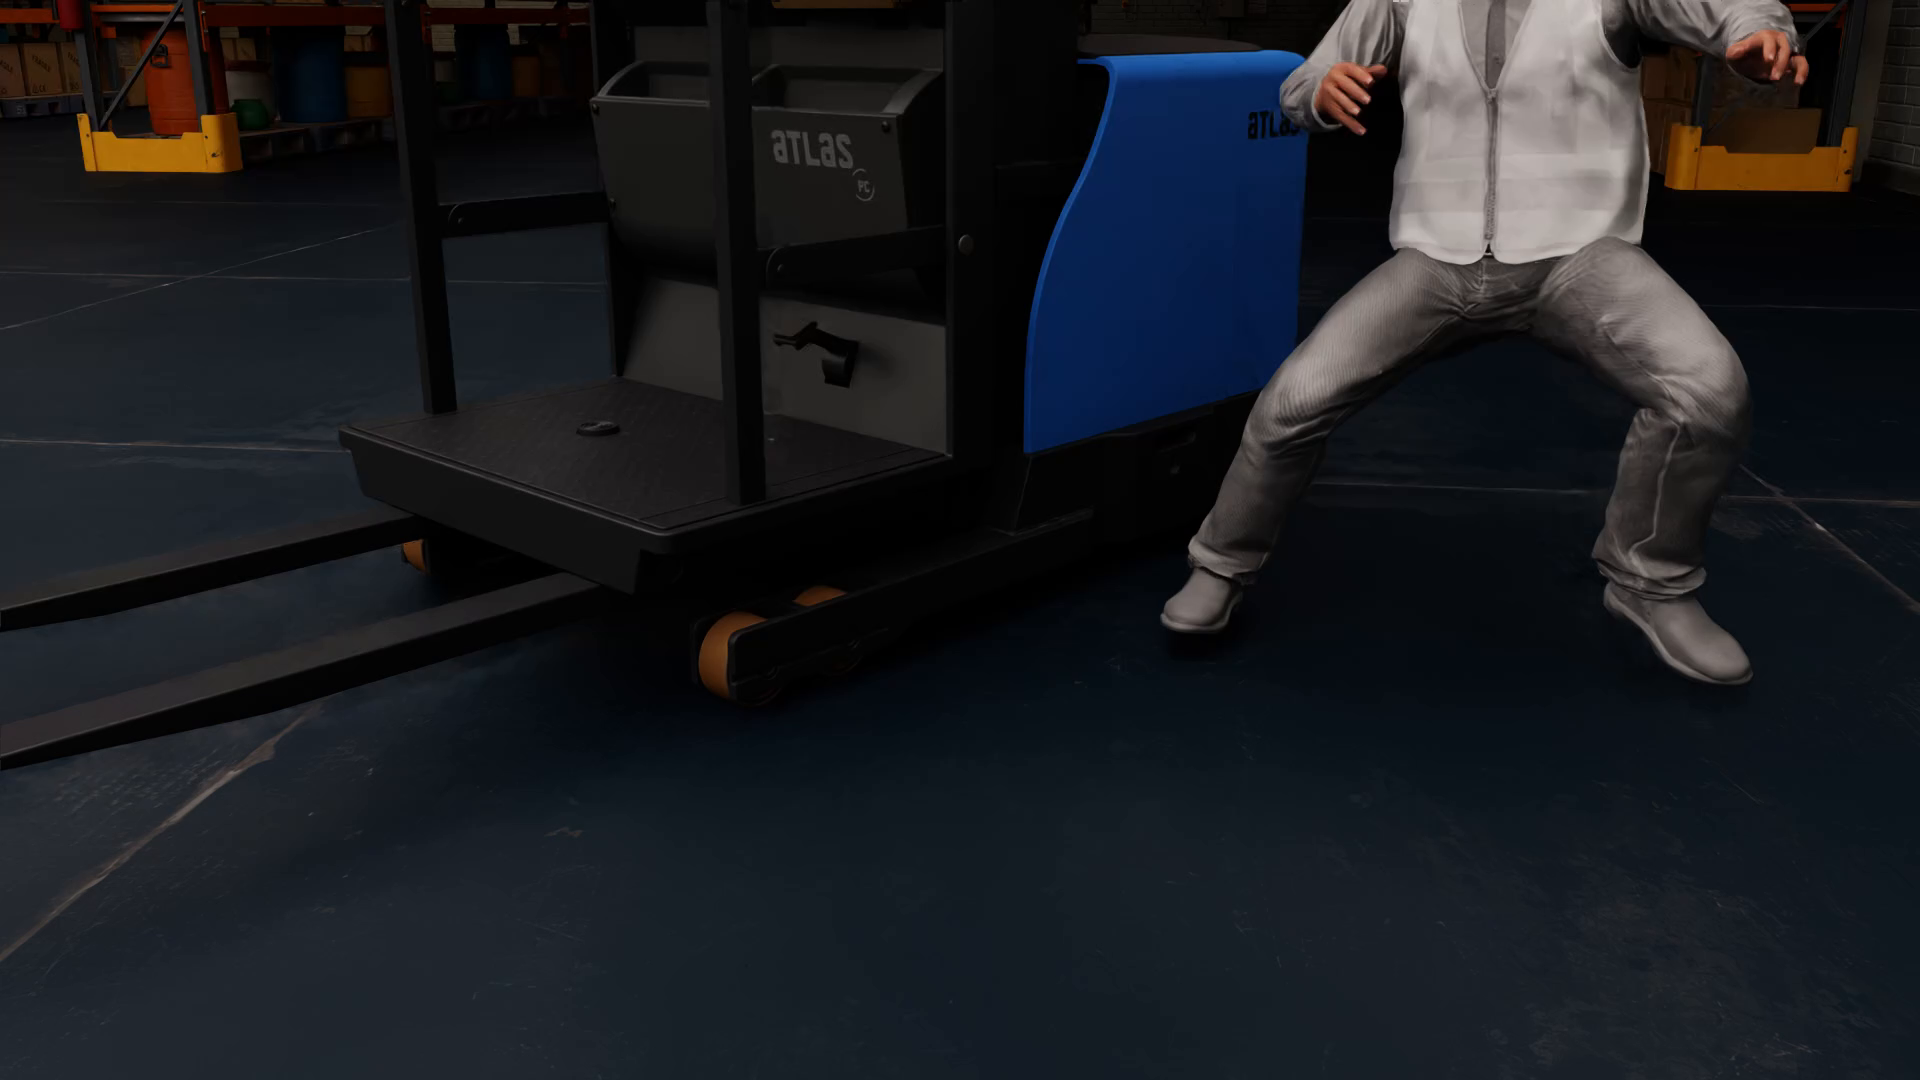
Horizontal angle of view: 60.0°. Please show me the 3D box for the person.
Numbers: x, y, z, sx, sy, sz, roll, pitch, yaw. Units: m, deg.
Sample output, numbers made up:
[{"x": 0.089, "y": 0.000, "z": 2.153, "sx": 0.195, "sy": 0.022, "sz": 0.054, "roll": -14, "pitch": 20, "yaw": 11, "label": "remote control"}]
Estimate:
[{"x": 0.913, "y": -0.537, "z": 2.859, "sx": 1.017, "sy": 1.530, "sz": 0.749, "roll": 10, "pitch": 20, "yaw": 29, "label": "person"}]

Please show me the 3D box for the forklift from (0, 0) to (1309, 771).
[{"x": -0.544, "y": -1.279, "z": 3.007, "sx": 1.130, "sy": 2.935, "sz": 3.031, "roll": 16, "pitch": 23, "yaw": 41, "label": "forklift"}]
